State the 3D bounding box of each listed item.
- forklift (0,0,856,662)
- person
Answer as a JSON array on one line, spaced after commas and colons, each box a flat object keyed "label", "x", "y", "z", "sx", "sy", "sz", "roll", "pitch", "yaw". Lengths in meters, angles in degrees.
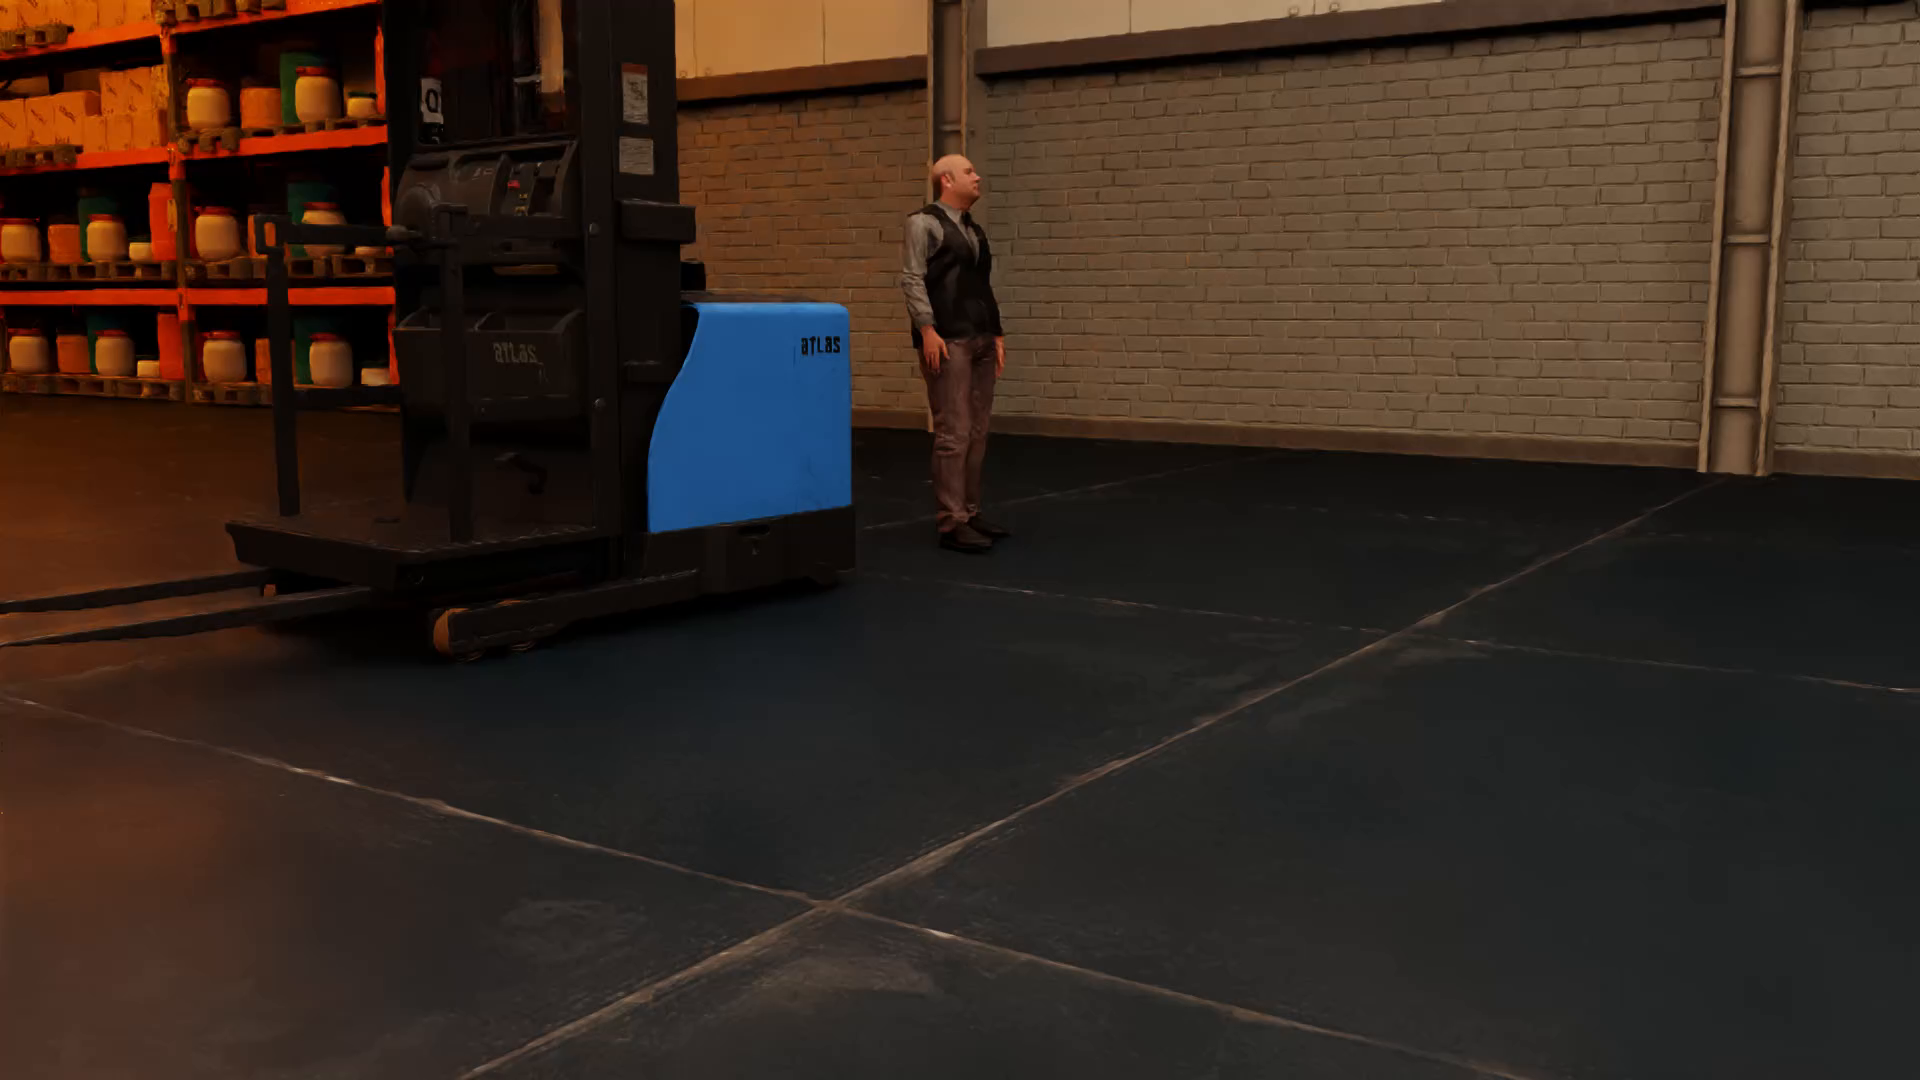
[{"label": "forklift", "x": -1.717, "y": -1.162, "z": 5.365, "sx": 1.130, "sy": 2.935, "sz": 3.031, "roll": 7, "pitch": 10, "yaw": 39}, {"label": "person", "x": 0.047, "y": -0.854, "z": 7.440, "sx": 0.567, "sy": 1.720, "sz": 0.632, "roll": 5, "pitch": 10, "yaw": 34}]
